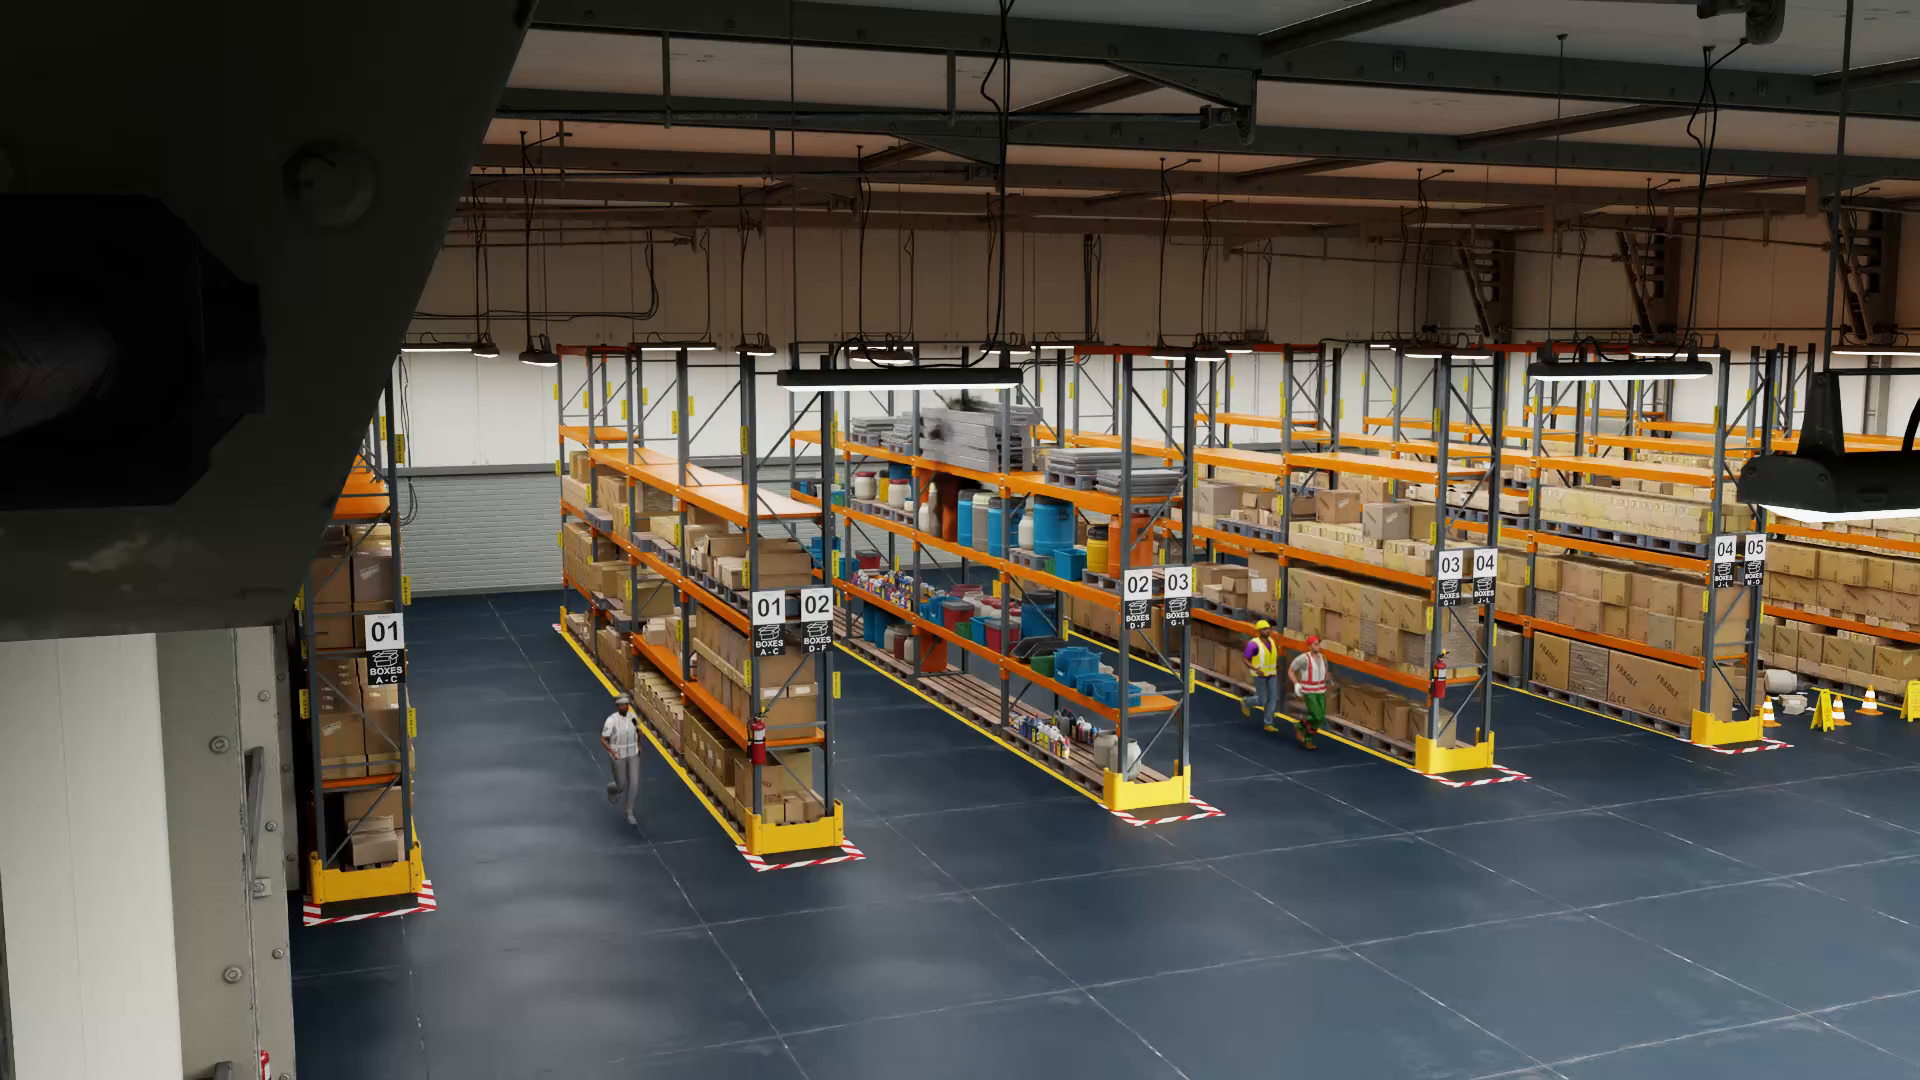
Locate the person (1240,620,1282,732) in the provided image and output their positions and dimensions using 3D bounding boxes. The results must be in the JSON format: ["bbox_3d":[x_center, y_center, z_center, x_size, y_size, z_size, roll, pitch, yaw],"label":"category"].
[{"bbox_3d":[4.772,2.122,26.162,0.700,1.737,0.801,-4,8,-30],"label":"person"}]

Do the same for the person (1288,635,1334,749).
[{"bbox_3d":[5.332,2.296,24.984,0.651,1.739,0.583,-4,8,-29],"label":"person"}]

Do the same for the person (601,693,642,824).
[{"bbox_3d":[-4.362,2.793,21.555,0.577,1.675,0.711,-5,9,-32],"label":"person"}]
